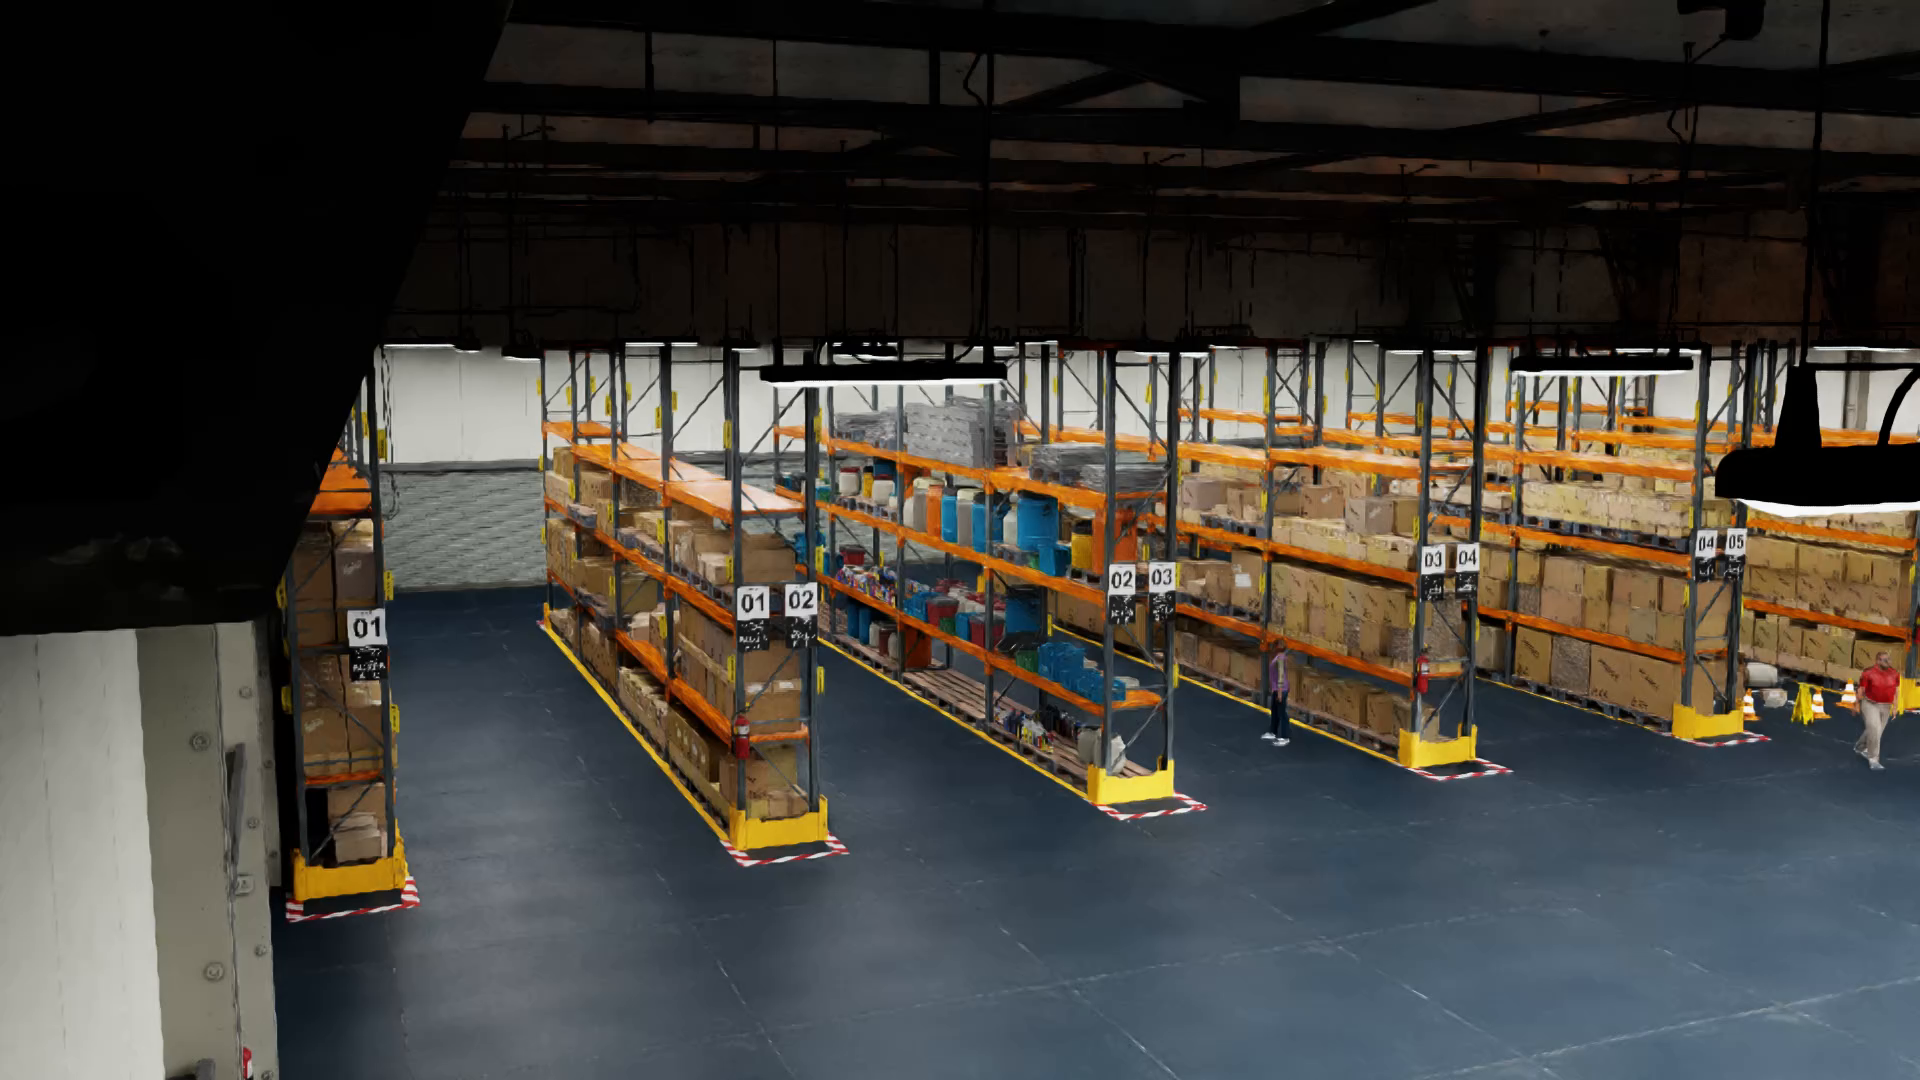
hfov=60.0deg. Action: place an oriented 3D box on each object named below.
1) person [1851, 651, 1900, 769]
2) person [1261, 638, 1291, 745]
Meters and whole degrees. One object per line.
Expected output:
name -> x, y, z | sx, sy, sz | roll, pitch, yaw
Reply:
person -> 13.161, 2.399, 23.880 | 0.564, 1.674, 0.950 | -1, 7, -6
person -> 4.794, 2.270, 25.125 | 0.449, 1.599, 0.467 | 1, 8, 9
